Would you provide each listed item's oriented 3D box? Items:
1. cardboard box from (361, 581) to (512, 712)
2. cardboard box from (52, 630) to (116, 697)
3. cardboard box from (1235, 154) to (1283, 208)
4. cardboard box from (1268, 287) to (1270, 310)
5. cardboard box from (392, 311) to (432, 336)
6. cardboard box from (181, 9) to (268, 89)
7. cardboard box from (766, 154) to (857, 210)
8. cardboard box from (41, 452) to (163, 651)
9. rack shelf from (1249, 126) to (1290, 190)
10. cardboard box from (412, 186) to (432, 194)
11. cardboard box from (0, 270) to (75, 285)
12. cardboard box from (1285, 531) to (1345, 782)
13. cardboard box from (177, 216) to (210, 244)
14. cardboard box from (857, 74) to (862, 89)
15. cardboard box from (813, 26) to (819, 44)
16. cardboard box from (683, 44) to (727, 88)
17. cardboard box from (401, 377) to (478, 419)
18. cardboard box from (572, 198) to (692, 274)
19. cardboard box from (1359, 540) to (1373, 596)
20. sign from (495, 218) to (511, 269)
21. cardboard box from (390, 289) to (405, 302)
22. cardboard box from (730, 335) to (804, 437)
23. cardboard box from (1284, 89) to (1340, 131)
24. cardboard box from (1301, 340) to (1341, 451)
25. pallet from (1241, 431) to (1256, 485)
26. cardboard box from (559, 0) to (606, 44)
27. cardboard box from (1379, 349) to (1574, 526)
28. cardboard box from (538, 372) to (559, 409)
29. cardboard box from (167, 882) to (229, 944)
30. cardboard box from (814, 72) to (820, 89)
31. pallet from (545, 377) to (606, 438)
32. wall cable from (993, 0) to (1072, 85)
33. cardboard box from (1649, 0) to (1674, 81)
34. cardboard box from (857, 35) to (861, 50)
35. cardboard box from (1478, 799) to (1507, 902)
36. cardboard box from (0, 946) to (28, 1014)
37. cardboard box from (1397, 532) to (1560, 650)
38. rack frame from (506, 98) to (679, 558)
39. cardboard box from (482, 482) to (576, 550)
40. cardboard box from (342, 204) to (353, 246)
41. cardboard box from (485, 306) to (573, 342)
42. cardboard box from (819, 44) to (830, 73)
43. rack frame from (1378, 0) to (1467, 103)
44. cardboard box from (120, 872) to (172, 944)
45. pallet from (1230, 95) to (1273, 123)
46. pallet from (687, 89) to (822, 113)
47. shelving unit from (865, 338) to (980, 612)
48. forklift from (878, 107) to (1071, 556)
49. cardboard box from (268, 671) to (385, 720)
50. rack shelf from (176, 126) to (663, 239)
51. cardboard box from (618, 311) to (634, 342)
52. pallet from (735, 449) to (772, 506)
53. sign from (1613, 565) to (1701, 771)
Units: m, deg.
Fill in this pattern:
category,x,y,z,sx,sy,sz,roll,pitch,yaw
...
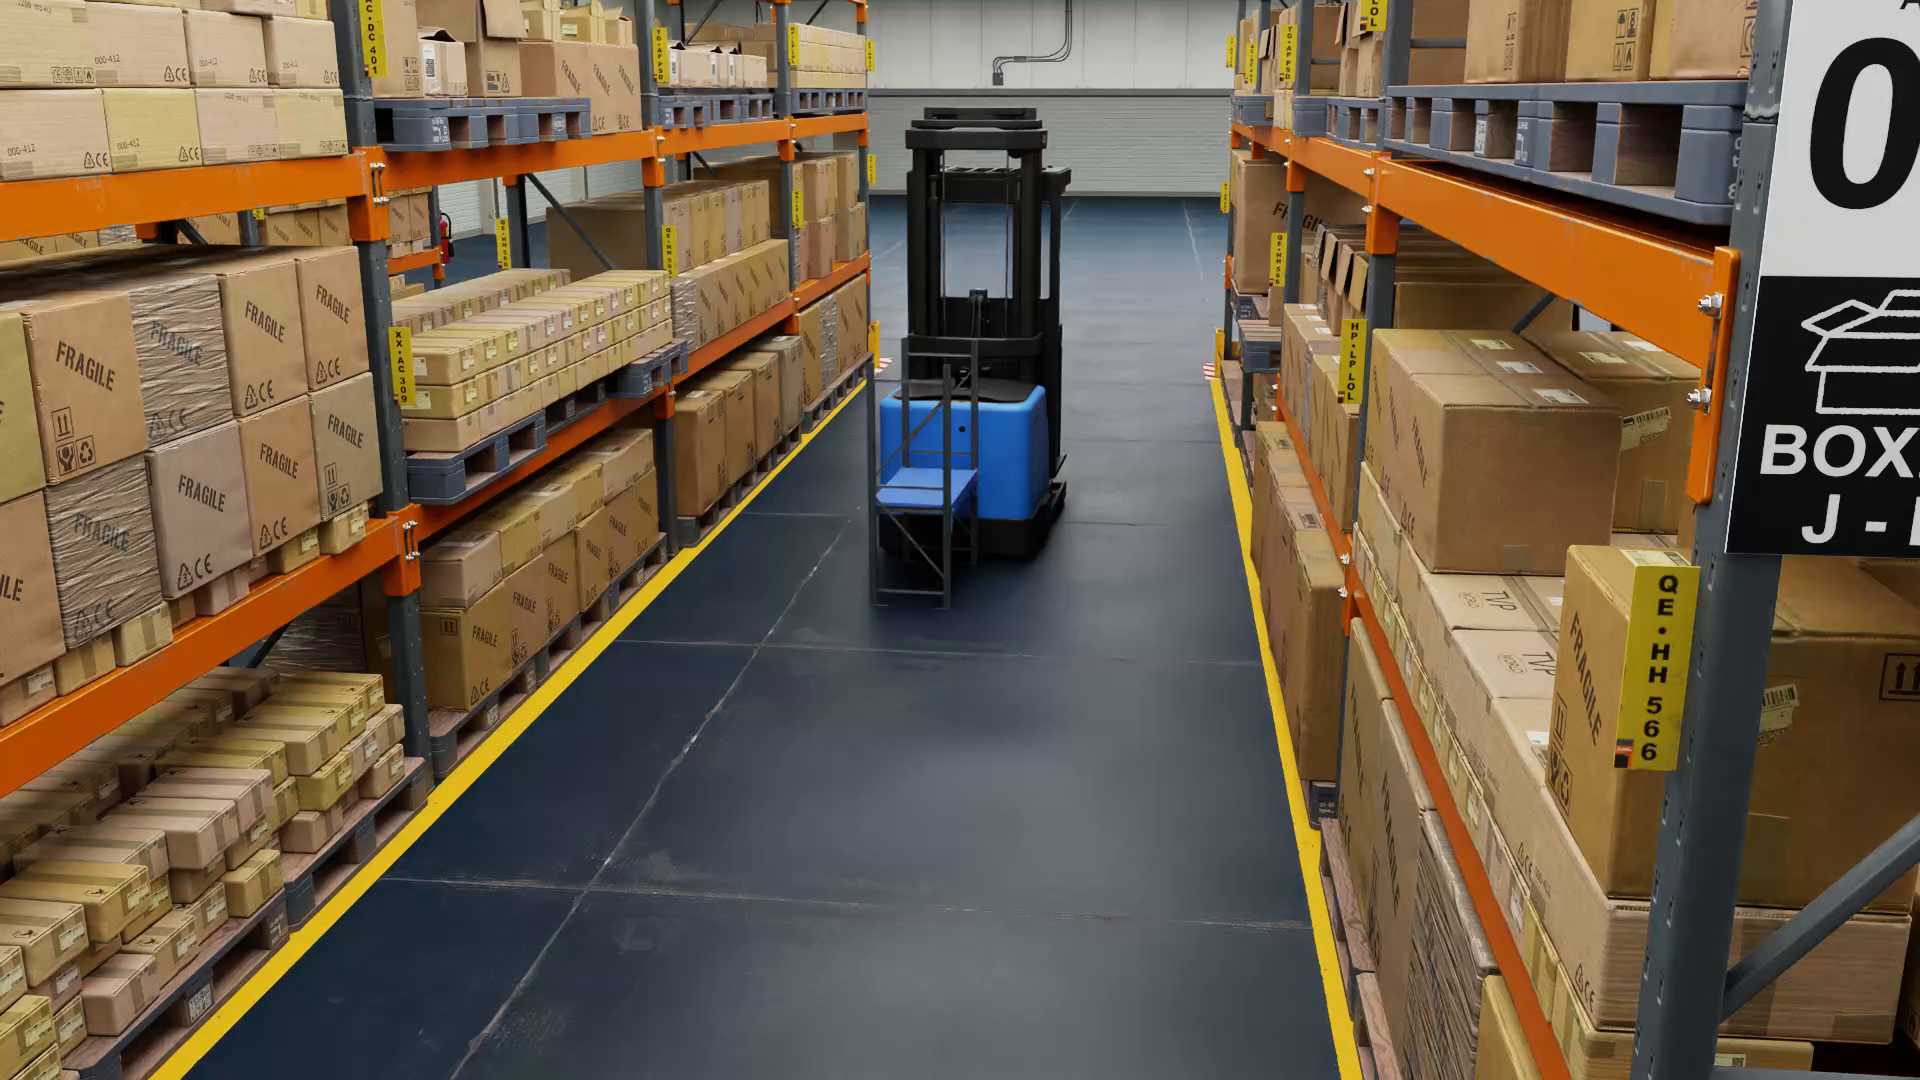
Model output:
category,x,y,z,sx,sy,sz,roll,pitch,yaw
cardboard box,-2.523,0.499,8.053,0.500,0.500,0.500,2,15,8
cardboard box,-2.834,0.357,5.075,0.380,0.149,0.250,2,15,8
cardboard box,2.899,-3.412,15.856,0.500,0.500,0.500,2,15,6
cardboard box,2.418,-1.764,11.893,0.396,0.266,0.258,1,15,5
cardboard box,-2.898,-1.068,8.401,0.380,0.149,0.250,1,15,4
cardboard box,-2.740,-1.676,5.697,0.500,0.250,0.500,1,15,4
cardboard box,-1.567,-3.786,17.562,0.875,0.550,0.550,2,15,6
cardboard box,-2.842,0.018,5.088,0.500,0.500,0.500,1,15,5
rack shelf,2.724,-2.805,11.922,1.077,0.370,4.000,2,15,6
cardboard box,-6.287,-4.088,18.358,0.700,0.500,0.500,1,15,5
cardboard box,-3.294,-0.621,5.535,0.500,0.500,0.500,2,15,7
cardboard box,2.099,0.508,7.303,1.225,0.875,0.875,2,15,6
cardboard box,-6.776,-2.655,14.167,0.500,0.500,0.500,2,15,7
cardboard box,-1.246,-4.849,17.588,0.380,0.149,0.250,2,15,7
cardboard box,-1.504,-4.640,15.288,0.380,0.149,0.250,1,15,5
cardboard box,-2.004,-3.459,12.134,0.500,0.311,0.500,1,15,5
cardboard box,-2.369,-0.634,7.369,0.380,0.149,0.250,2,15,7
cardboard box,-2.303,-2.137,11.710,0.700,0.500,0.500,1,15,5
cardboard box,1.653,0.108,5.998,0.380,0.149,0.250,1,15,4
sign,-2.971,-1.933,10.845,0.100,0.325,0.005,2,15,6
cardboard box,-6.333,-2.439,17.963,0.500,0.500,0.500,2,15,8
cardboard box,-1.948,-1.349,14.409,1.050,0.750,0.750,2,15,6
cardboard box,2.308,-2.692,10.412,0.500,0.250,0.500,2,15,6
cardboard box,2.004,-0.720,8.386,0.500,0.500,0.500,2,15,6
pallet,2.863,-0.675,13.755,1.003,0.211,1.213,2,15,6
cardboard box,-2.249,-2.978,9.524,0.396,0.266,0.258,2,15,6
cardboard box,1.675,-0.338,5.445,0.500,0.500,0.500,2,15,6
cardboard box,-2.253,-0.759,8.398,0.380,0.149,0.250,1,15,4
cardboard box,-2.789,1.299,5.770,0.380,0.149,0.250,2,15,7
cardboard box,-1.503,-4.255,15.389,0.380,0.149,0.250,1,15,5
pallet,-2.601,-0.751,9.061,1.003,0.211,1.213,2,15,6
wall cable,2.110,-16.304,48.202,2.305,6.003,0.169,2,15,6
cardboard box,1.784,-1.137,3.187,0.700,0.500,0.500,1,15,4
cardboard box,-1.247,-5.234,17.482,0.380,0.149,0.250,2,15,7
cardboard box,1.395,0.711,3.769,0.380,0.149,0.250,2,15,7
cardboard box,-2.912,1.274,4.723,0.380,0.149,0.250,1,15,4
cardboard box,1.620,0.158,5.049,0.500,0.250,0.500,2,15,8
rack frame,-2.419,-1.358,10.939,1.000,3.000,0.127,2,15,6
cardboard box,-2.405,-0.133,8.955,0.500,0.250,0.500,2,15,8
cardboard box,-6.430,-3.205,17.008,0.500,0.500,0.500,2,15,7
cardboard box,-2.224,-1.113,8.570,0.380,0.149,0.250,2,15,8
cardboard box,-1.522,-4.546,15.703,0.500,0.250,0.500,2,15,6
rack frame,2.047,-3.045,5.682,1.000,3.000,0.127,2,15,6
cardboard box,-2.878,1.206,5.541,0.380,0.149,0.250,2,15,9
pallet,2.774,-3.424,13.191,1.213,0.211,1.003,2,15,6
pallet,-1.865,-4.013,15.179,1.003,0.211,1.213,2,15,6
shelving unit,-0.221,-0.433,10.390,0.538,1.500,1.048,3,15,9
forklift,0.205,-1.649,12.144,1.130,2.935,3.031,3,15,9
cardboard box,-2.652,0.665,6.972,0.380,0.149,0.250,2,15,8
rack shelf,-2.644,-1.940,8.723,1.077,0.370,4.000,2,15,6
cardboard box,-2.106,-1.239,9.606,0.380,0.149,0.250,2,15,6
pallet,-2.115,-0.530,13.218,1.003,0.211,1.213,2,15,6
sign,1.058,0.196,2.519,0.100,0.325,0.005,2,15,6
